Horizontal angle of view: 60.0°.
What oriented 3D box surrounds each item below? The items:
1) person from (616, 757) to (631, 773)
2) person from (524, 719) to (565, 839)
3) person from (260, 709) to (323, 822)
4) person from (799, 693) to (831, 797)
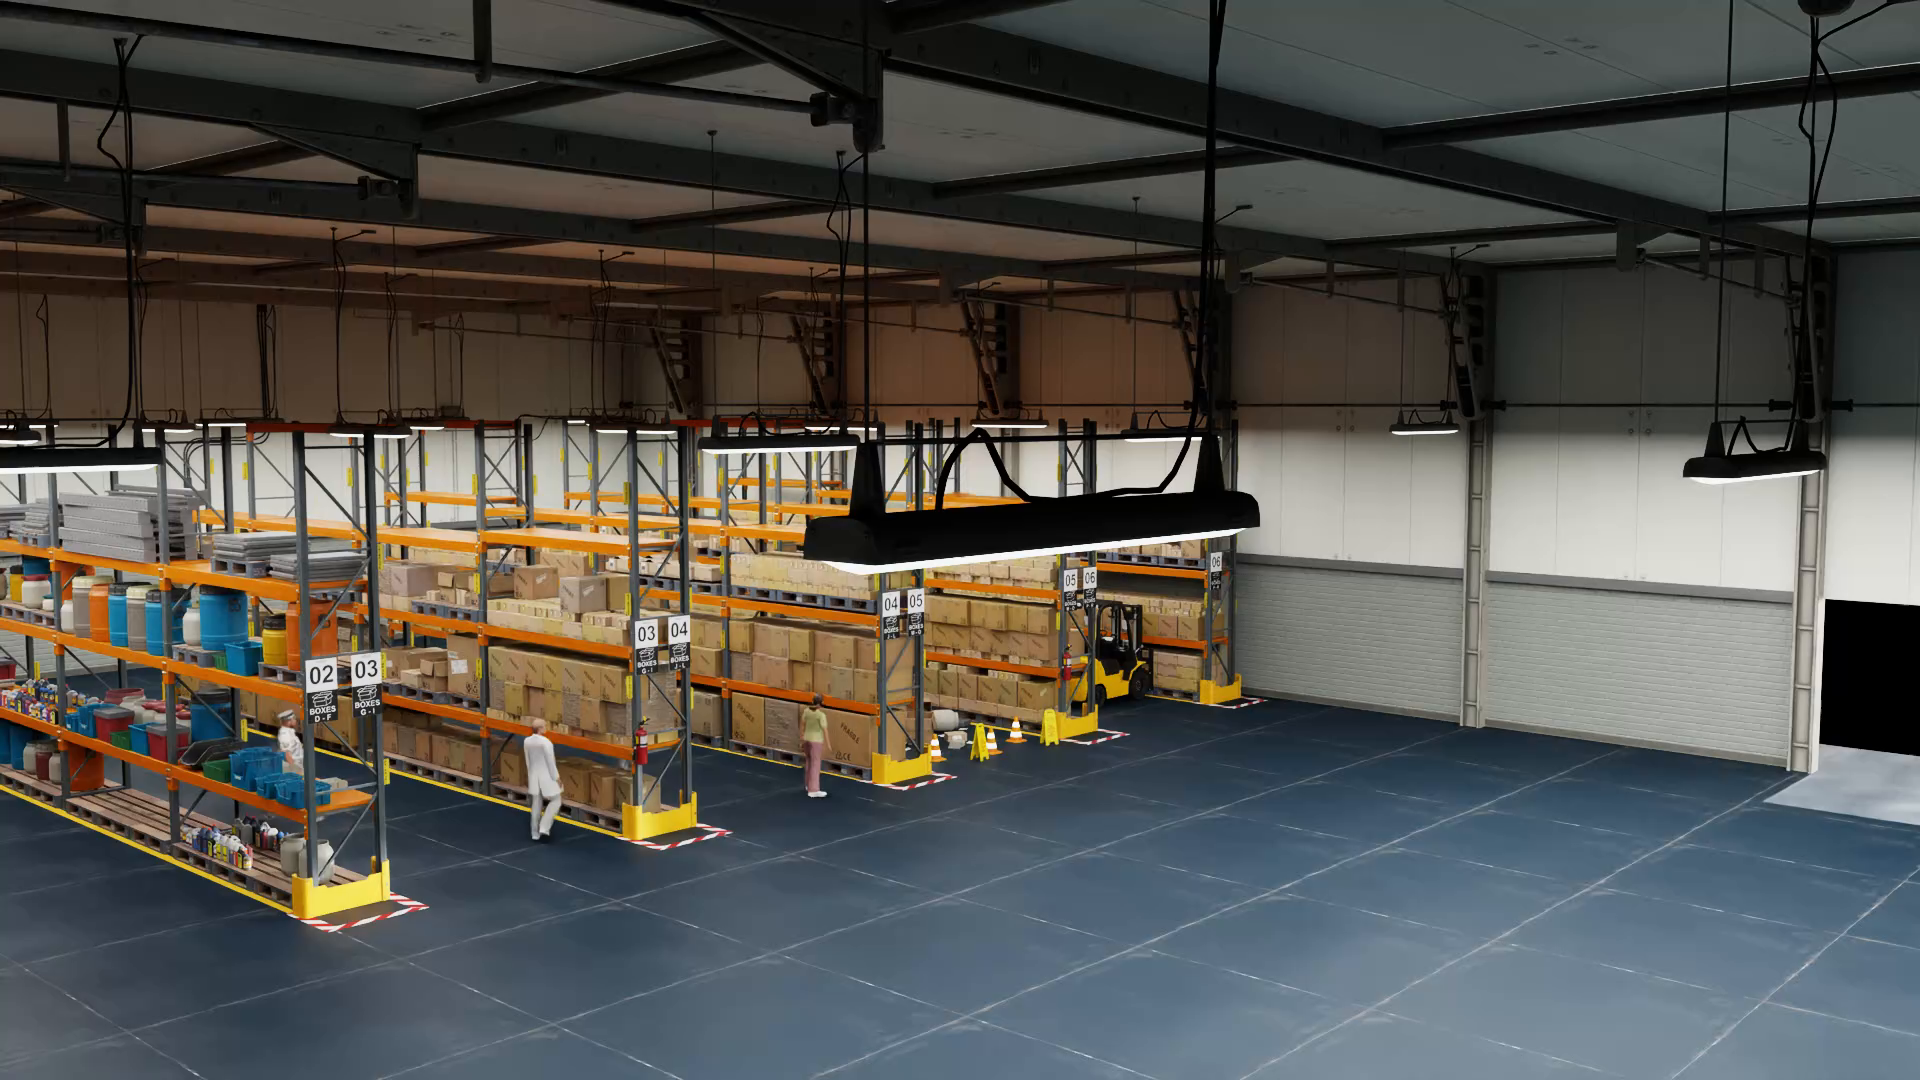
[{"bbox_3d":[-5.732,3.148,28.424,0.485,1.805,0.706,-3,6,-33],"label":"person"},{"bbox_3d":[-6.054,3.468,24.143,0.591,1.782,0.475,1,5,17],"label":"person"},{"bbox_3d":[-10.125,3.417,25.094,0.972,1.726,0.516,2,5,23],"label":"person"},{"bbox_3d":[-2.365,3.309,26.966,0.609,1.693,0.547,4,6,42],"label":"person"}]
